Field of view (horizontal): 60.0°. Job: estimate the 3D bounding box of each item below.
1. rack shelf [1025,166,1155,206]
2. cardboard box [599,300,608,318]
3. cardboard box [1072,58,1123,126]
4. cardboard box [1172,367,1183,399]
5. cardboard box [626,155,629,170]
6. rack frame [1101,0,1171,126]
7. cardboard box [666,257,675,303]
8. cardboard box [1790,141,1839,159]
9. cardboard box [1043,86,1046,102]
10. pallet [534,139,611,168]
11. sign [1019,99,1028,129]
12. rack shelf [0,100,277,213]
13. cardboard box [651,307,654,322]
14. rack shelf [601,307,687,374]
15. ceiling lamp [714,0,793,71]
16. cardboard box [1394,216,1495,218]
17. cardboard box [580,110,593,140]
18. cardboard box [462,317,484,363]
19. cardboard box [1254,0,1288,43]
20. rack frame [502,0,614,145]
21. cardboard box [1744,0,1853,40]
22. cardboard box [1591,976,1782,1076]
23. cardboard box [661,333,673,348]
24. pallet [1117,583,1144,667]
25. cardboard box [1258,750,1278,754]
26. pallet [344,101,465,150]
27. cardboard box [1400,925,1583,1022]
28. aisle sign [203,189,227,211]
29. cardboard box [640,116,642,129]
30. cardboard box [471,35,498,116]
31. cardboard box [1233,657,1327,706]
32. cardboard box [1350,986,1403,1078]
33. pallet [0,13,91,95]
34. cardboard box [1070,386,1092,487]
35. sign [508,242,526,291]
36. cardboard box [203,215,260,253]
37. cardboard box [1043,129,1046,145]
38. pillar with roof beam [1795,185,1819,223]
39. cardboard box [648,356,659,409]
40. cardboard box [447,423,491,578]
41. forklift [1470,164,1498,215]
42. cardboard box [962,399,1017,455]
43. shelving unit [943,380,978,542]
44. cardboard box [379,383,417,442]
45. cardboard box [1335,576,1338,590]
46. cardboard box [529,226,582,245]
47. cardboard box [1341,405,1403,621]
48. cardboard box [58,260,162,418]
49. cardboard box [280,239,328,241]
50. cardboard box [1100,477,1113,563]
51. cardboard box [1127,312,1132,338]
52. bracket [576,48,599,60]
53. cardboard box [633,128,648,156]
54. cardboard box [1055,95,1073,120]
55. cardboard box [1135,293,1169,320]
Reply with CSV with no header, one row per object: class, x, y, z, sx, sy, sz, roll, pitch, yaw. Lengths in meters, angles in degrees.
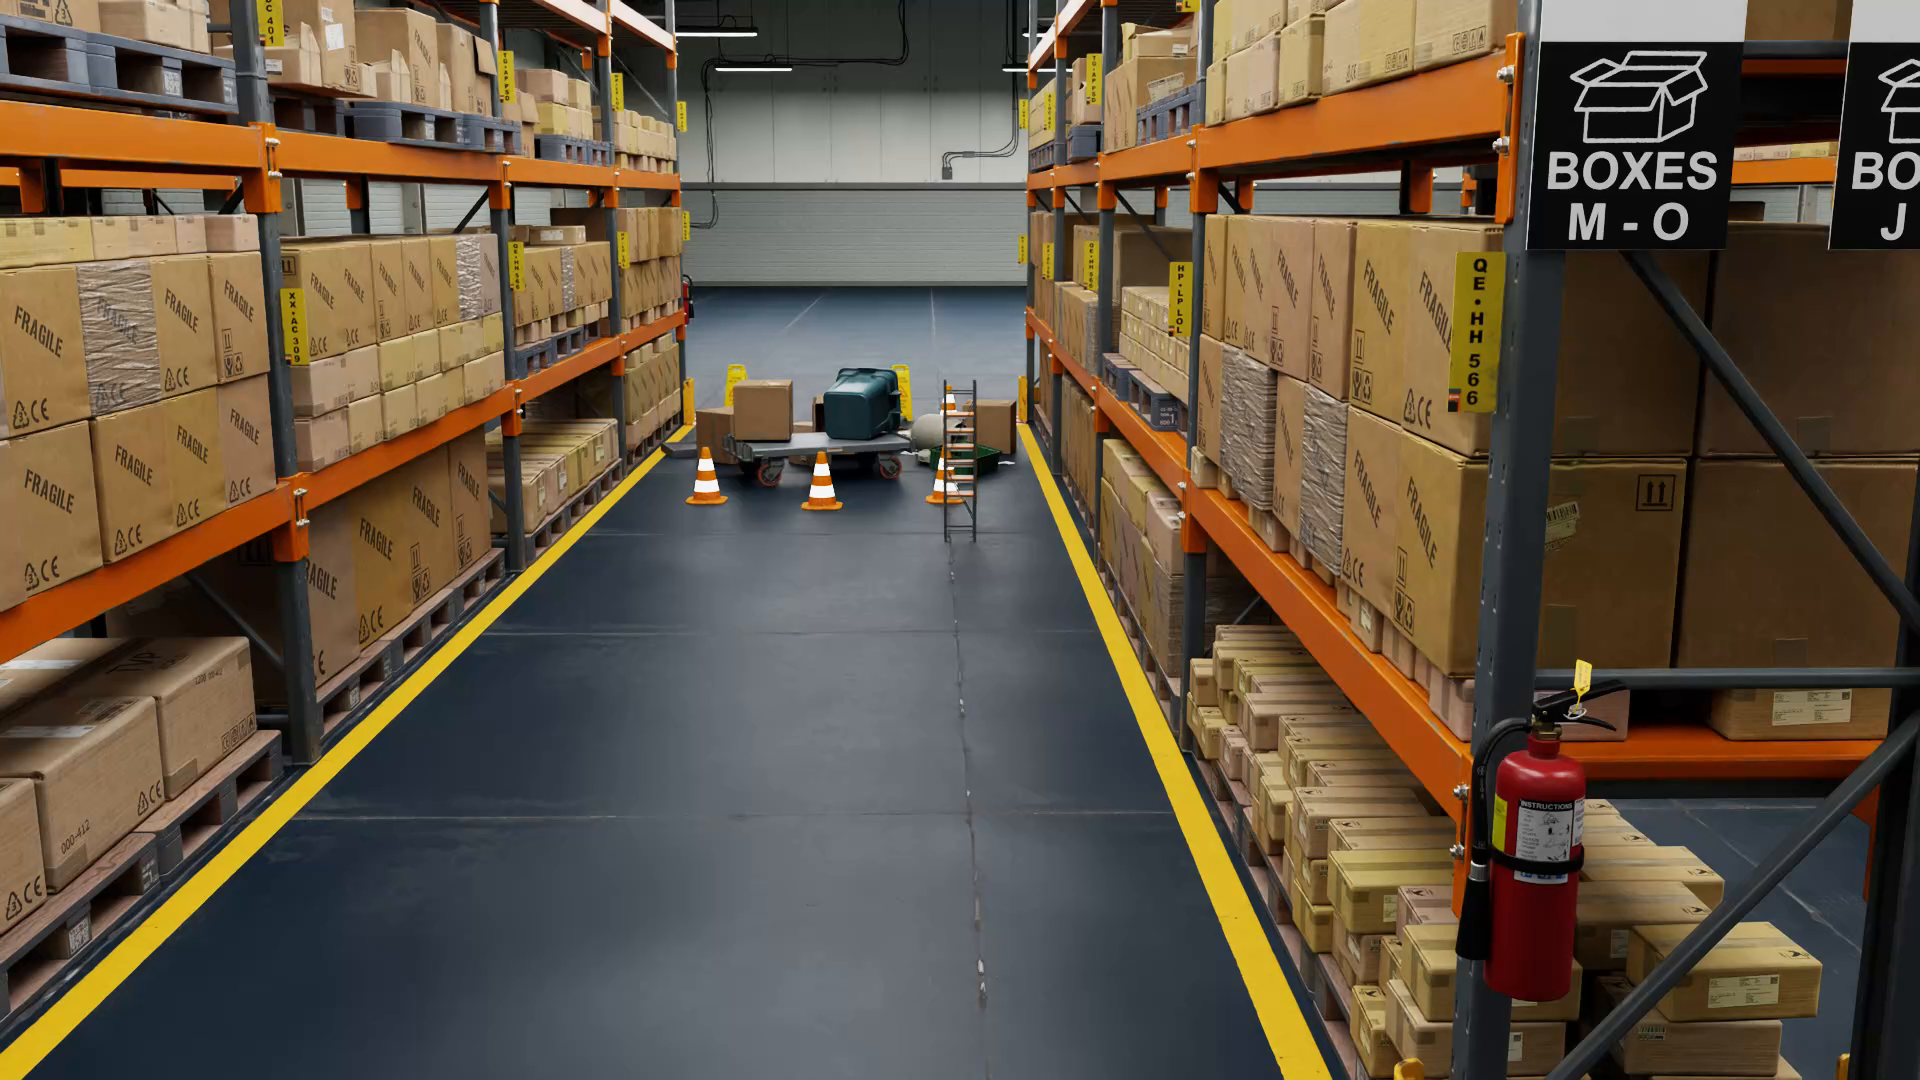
rack shelf,1.318,-3.599,17.019,1.077,0.370,4.000,0,11,-1
cardboard box,-3.301,-2.025,14.572,0.380,0.149,0.250,0,11,0
cardboard box,1.126,-3.407,12.705,0.500,0.500,0.500,0,11,-1
cardboard box,1.305,-0.805,8.560,0.380,0.149,0.250,-1,11,-4
cardboard box,-3.379,-3.604,15.868,0.380,0.149,0.250,0,11,1
rack frame,1.442,-4.229,10.770,1.000,3.000,0.127,0,11,-1
cardboard box,-3.377,-2.827,17.950,0.500,0.500,0.500,0,11,-1
cardboard box,6.148,-2.779,11.546,0.500,0.250,0.500,0,11,-1
cardboard box,1.012,-4.349,16.227,0.380,0.149,0.250,0,11,-1
pallet,-3.681,-3.298,14.200,1.213,0.211,1.003,0,11,-1
sign,0.722,-4.815,18.807,0.100,0.325,0.005,0,11,-1
rack shelf,-3.381,-1.173,5.062,1.077,0.370,4.000,0,11,-1
cardboard box,-3.323,-2.288,16.927,0.380,0.149,0.250,0,11,-1
rack shelf,-3.628,-2.088,17.118,1.077,0.370,4.000,0,11,-1
ceiling lamp,-5.311,-13.691,42.730,2.000,3.185,0.800,0,11,-1
cardboard box,1.818,-0.881,5.845,0.500,0.500,0.500,0,11,0
cardboard box,-3.430,-3.530,14.192,0.500,0.250,0.500,0,11,-2
cardboard box,-3.226,-1.223,10.161,0.500,0.250,0.500,-1,11,-3
cardboard box,1.297,-1.839,5.657,0.500,0.250,0.500,0,11,0
rack frame,-3.587,-4.983,14.490,1.000,3.000,0.127,0,11,-1
cardboard box,1.854,-1.185,3.690,0.500,0.250,0.500,0,11,1
cardboard box,1.854,1.242,4.259,0.380,0.149,0.250,0,11,1
cardboard box,-3.318,-2.151,17.961,0.380,0.149,0.250,0,11,0
pallet,1.479,0.475,9.686,1.003,0.211,1.213,0,11,-1
cardboard box,1.333,0.832,6.279,0.380,0.149,0.250,0,11,1
pallet,-3.412,-2.276,9.163,1.003,0.211,1.213,0,11,1
cardboard box,1.343,1.097,4.224,0.380,0.149,0.250,0,11,0
aisle sign,-8.340,-4.106,18.714,0.394,0.787,0.004,0,11,-1
cardboard box,-3.382,-4.154,16.571,0.380,0.149,0.250,0,11,0
cardboard box,-3.346,-2.900,10.451,0.797,0.503,0.637,-1,12,-5
cardboard box,1.326,0.581,6.770,0.380,0.149,0.250,0,11,-2
cardboard box,1.282,1.338,4.531,0.380,0.149,0.250,0,11,1
pallet,-3.393,-1.475,4.965,1.003,0.211,1.213,0,11,-1
cardboard box,1.479,-0.872,13.916,1.050,0.750,0.750,0,11,-1
sign,-2.950,-1.819,11.067,0.100,0.325,0.005,0,11,-1
cardboard box,-3.097,-1.250,6.779,0.380,0.149,0.250,0,11,-2
cardboard box,1.011,-3.959,16.307,0.380,0.149,0.250,0,11,0
pillar with roof beam,17.174,-10.498,41.672,9.100,9.000,0.548,0,11,-1
cardboard box,-3.361,-1.597,16.860,0.500,0.500,0.500,0,11,2
cardboard box,-3.573,-0.275,10.659,0.875,0.875,0.875,0,11,-2
forklift,4.641,-1.471,12.436,3.031,2.935,1.130,-3,12,-14
cardboard box,0.302,-1.164,17.035,0.500,0.500,0.500,2,12,9
shelving unit,0.000,-0.591,12.454,0.258,1.200,0.189,0,11,-1
cardboard box,-3.174,-0.673,8.709,0.500,0.250,0.500,0,11,-2
cardboard box,1.380,0.105,5.131,0.380,0.149,0.250,-1,11,-4
cardboard box,-3.295,-2.480,13.550,0.380,0.149,0.250,-1,11,-4
cardboard box,1.336,-0.084,4.429,0.500,0.500,0.500,0,11,-2
cardboard box,-3.114,-0.697,5.686,0.500,0.500,0.500,0,11,0
cardboard box,-3.717,-1.386,9.082,0.500,0.500,0.500,0,11,0
cardboard box,1.202,-0.128,10.875,0.500,0.500,0.500,-1,11,-4
cardboard box,1.259,-1.366,10.577,0.380,0.149,0.250,0,11,2
bracket,-9.722,-12.750,43.718,0.076,0.066,4.783,0,11,-1
cardboard box,-3.340,-3.876,16.207,0.500,0.250,0.500,0,11,-1
cardboard box,1.093,-3.978,15.399,0.500,0.250,0.500,0,11,-2
cardboard box,1.272,-1.415,10.071,0.380,0.149,0.250,-1,11,-4
